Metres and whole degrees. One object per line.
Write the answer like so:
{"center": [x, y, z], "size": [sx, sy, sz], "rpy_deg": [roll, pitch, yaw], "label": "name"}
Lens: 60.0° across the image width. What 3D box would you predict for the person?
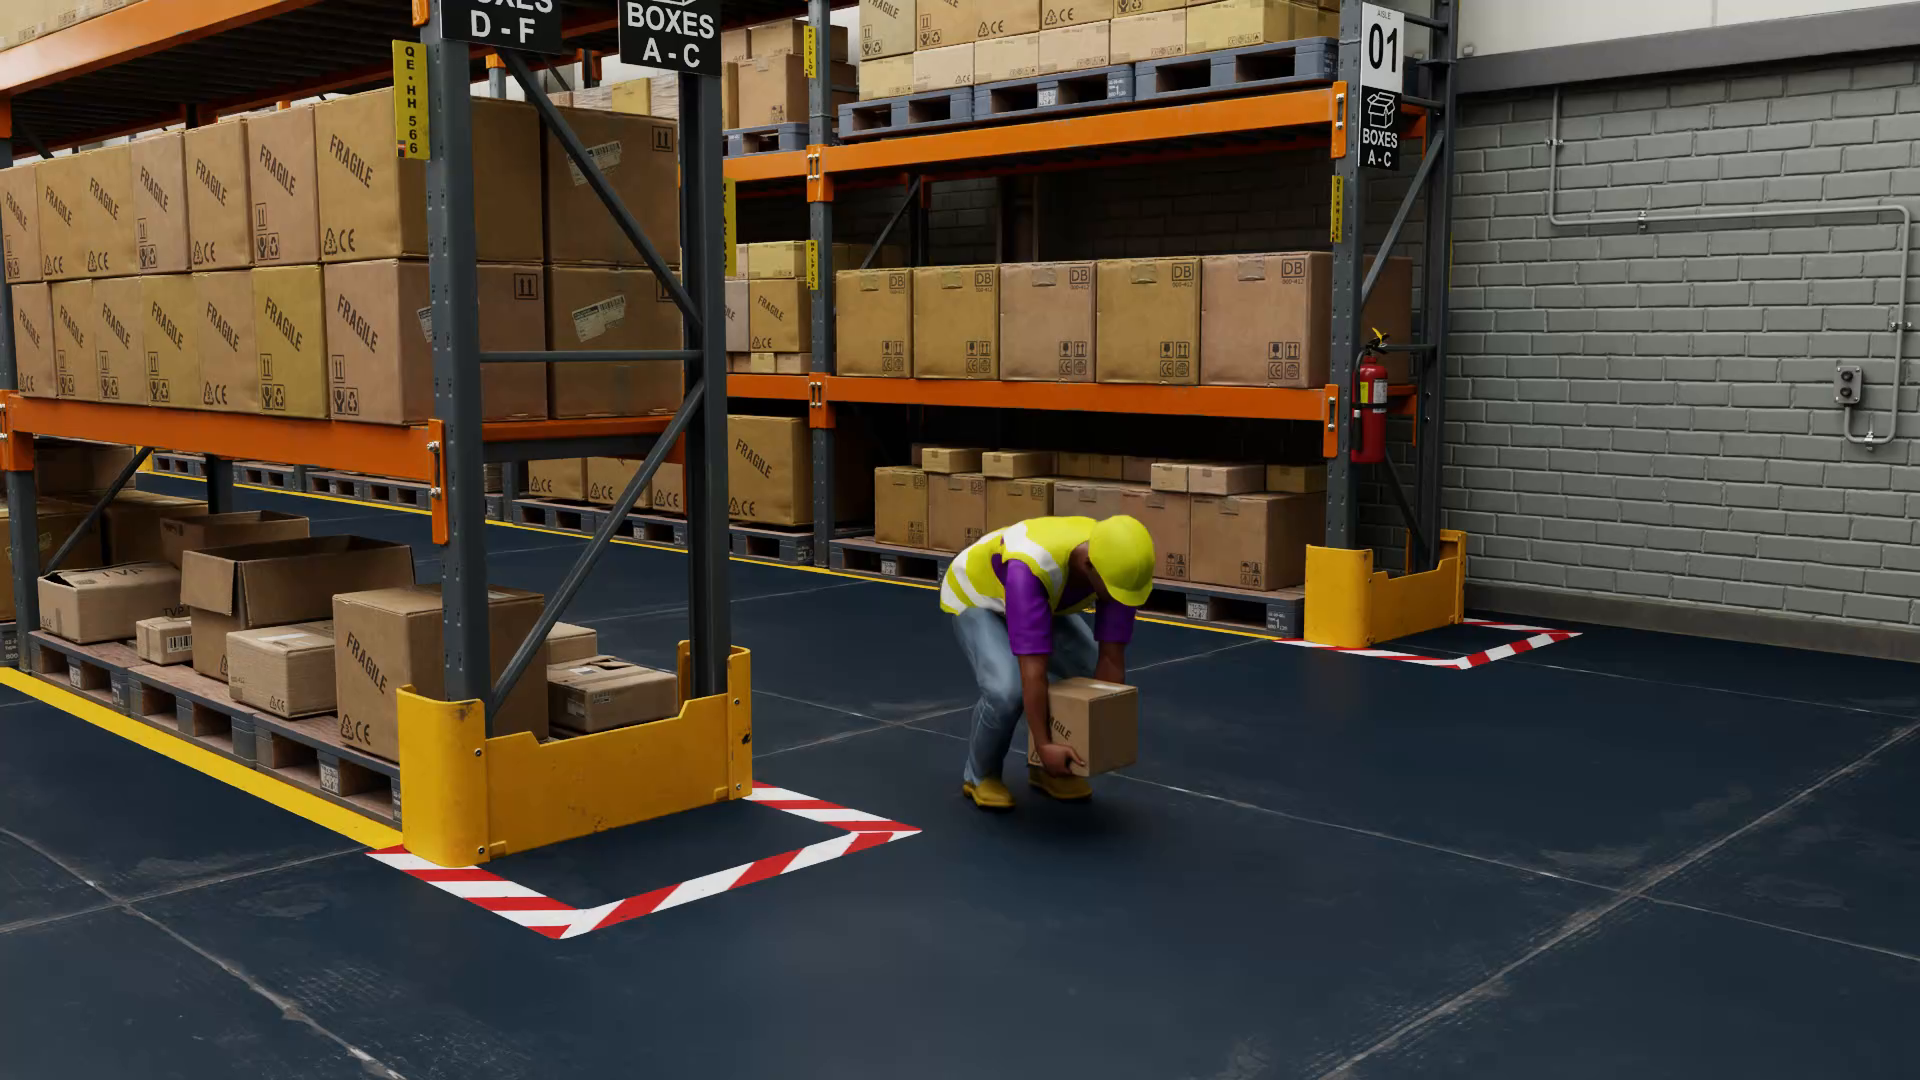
{"center": [0.313, 0.393, 5.509], "size": [0.539, 1.025, 0.951], "rpy_deg": [-4, 8, -28], "label": "person"}
